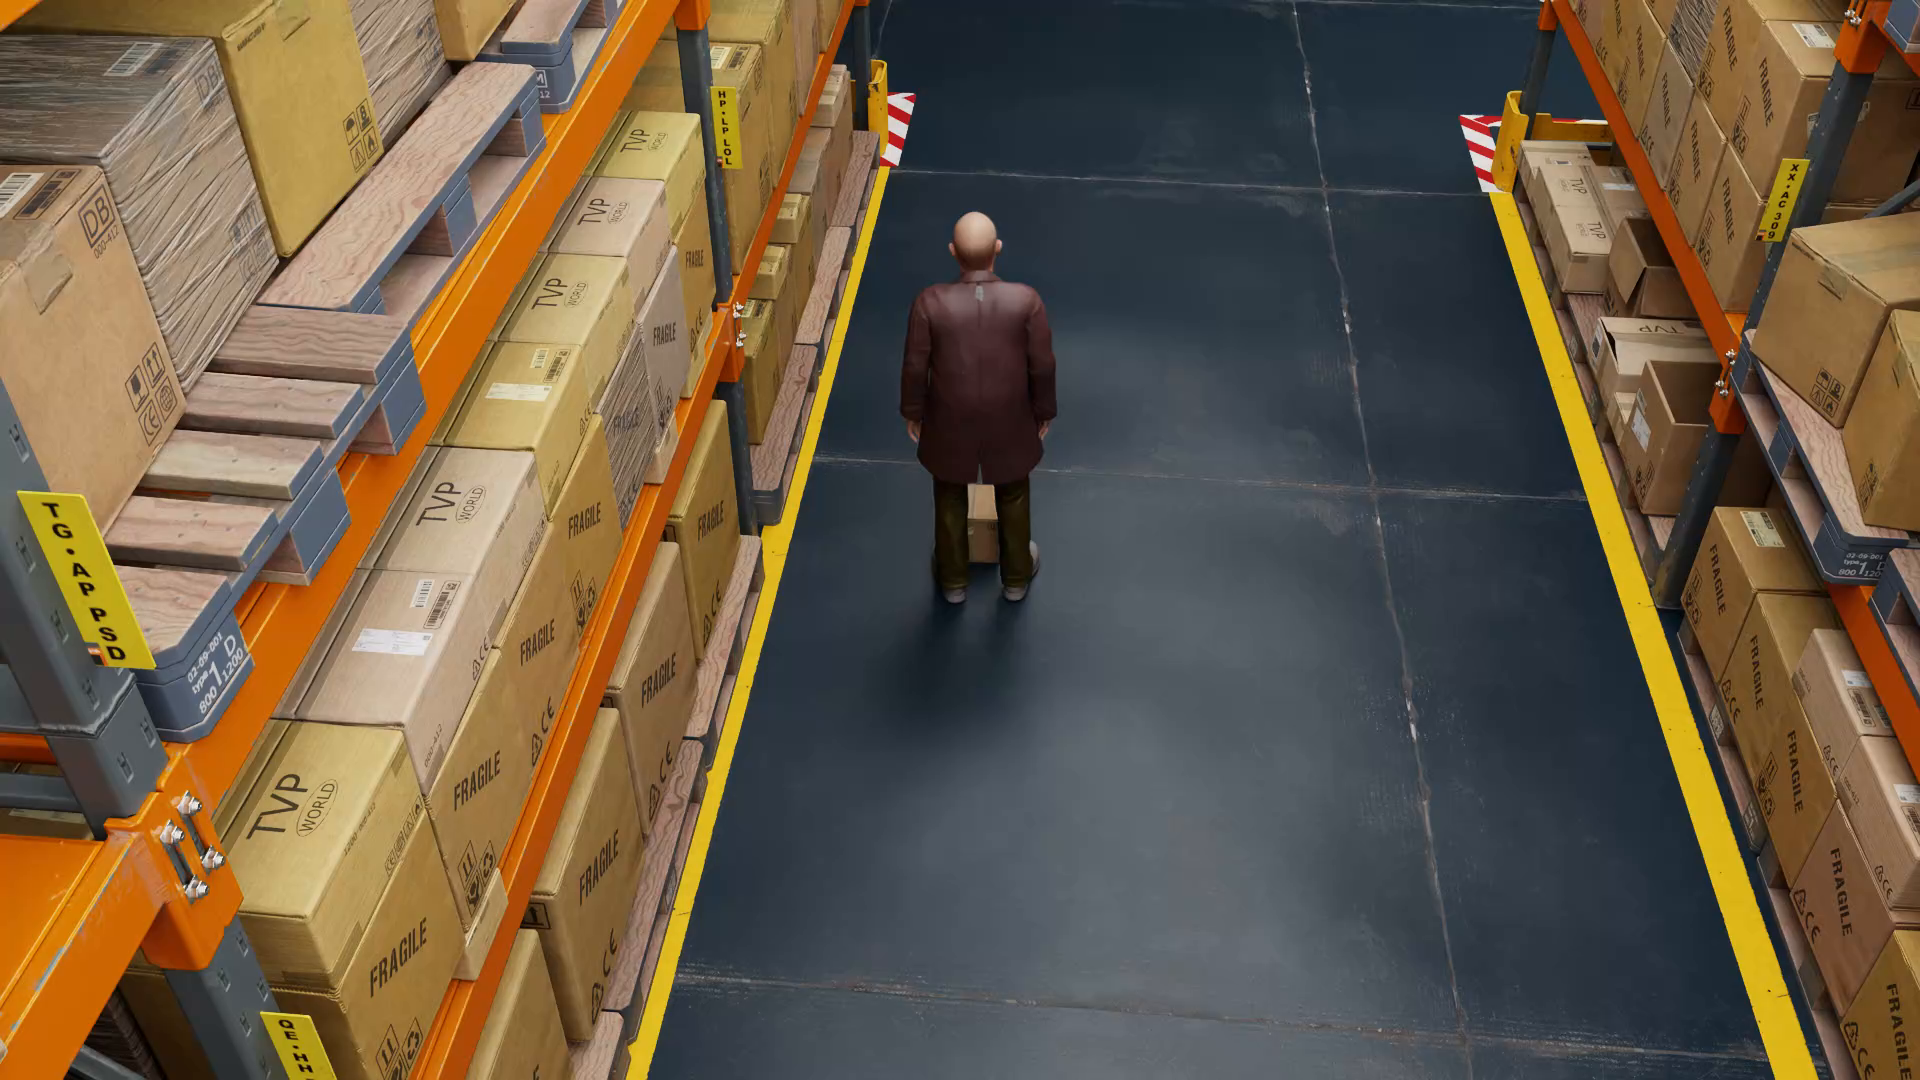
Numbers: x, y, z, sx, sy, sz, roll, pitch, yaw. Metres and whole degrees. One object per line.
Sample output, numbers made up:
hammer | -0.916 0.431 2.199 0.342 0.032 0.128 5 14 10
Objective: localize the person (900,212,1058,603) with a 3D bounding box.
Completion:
person | 0.076 -0.506 6.780 0.642 1.774 0.425 0 40 0
